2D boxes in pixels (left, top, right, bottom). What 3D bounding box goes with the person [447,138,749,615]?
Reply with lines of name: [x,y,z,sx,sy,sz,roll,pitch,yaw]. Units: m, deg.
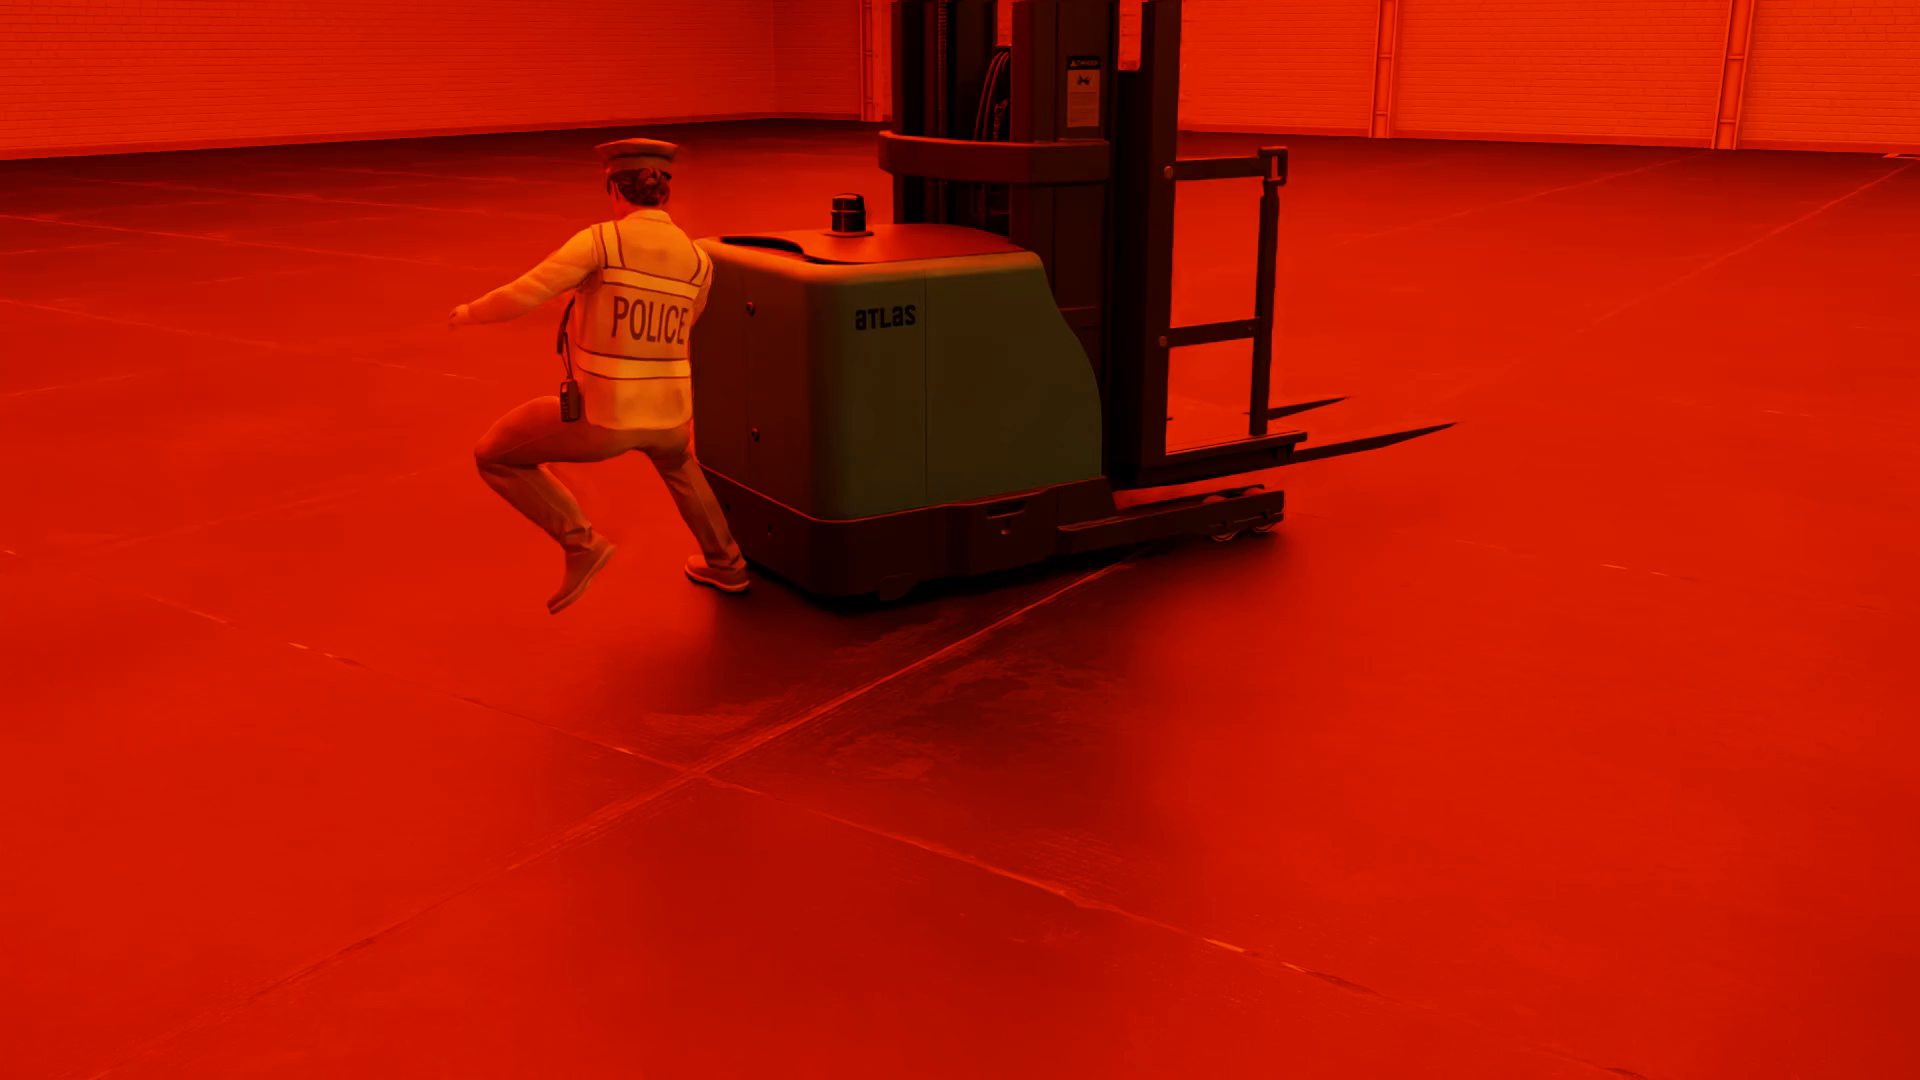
person: [-1.050,-0.474,5.000,0.852,1.438,0.742,-13,21,-36]

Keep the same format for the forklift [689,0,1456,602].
forklift: [0.573,-1.512,5.888,3.031,2.935,1.130,-11,20,-32]
